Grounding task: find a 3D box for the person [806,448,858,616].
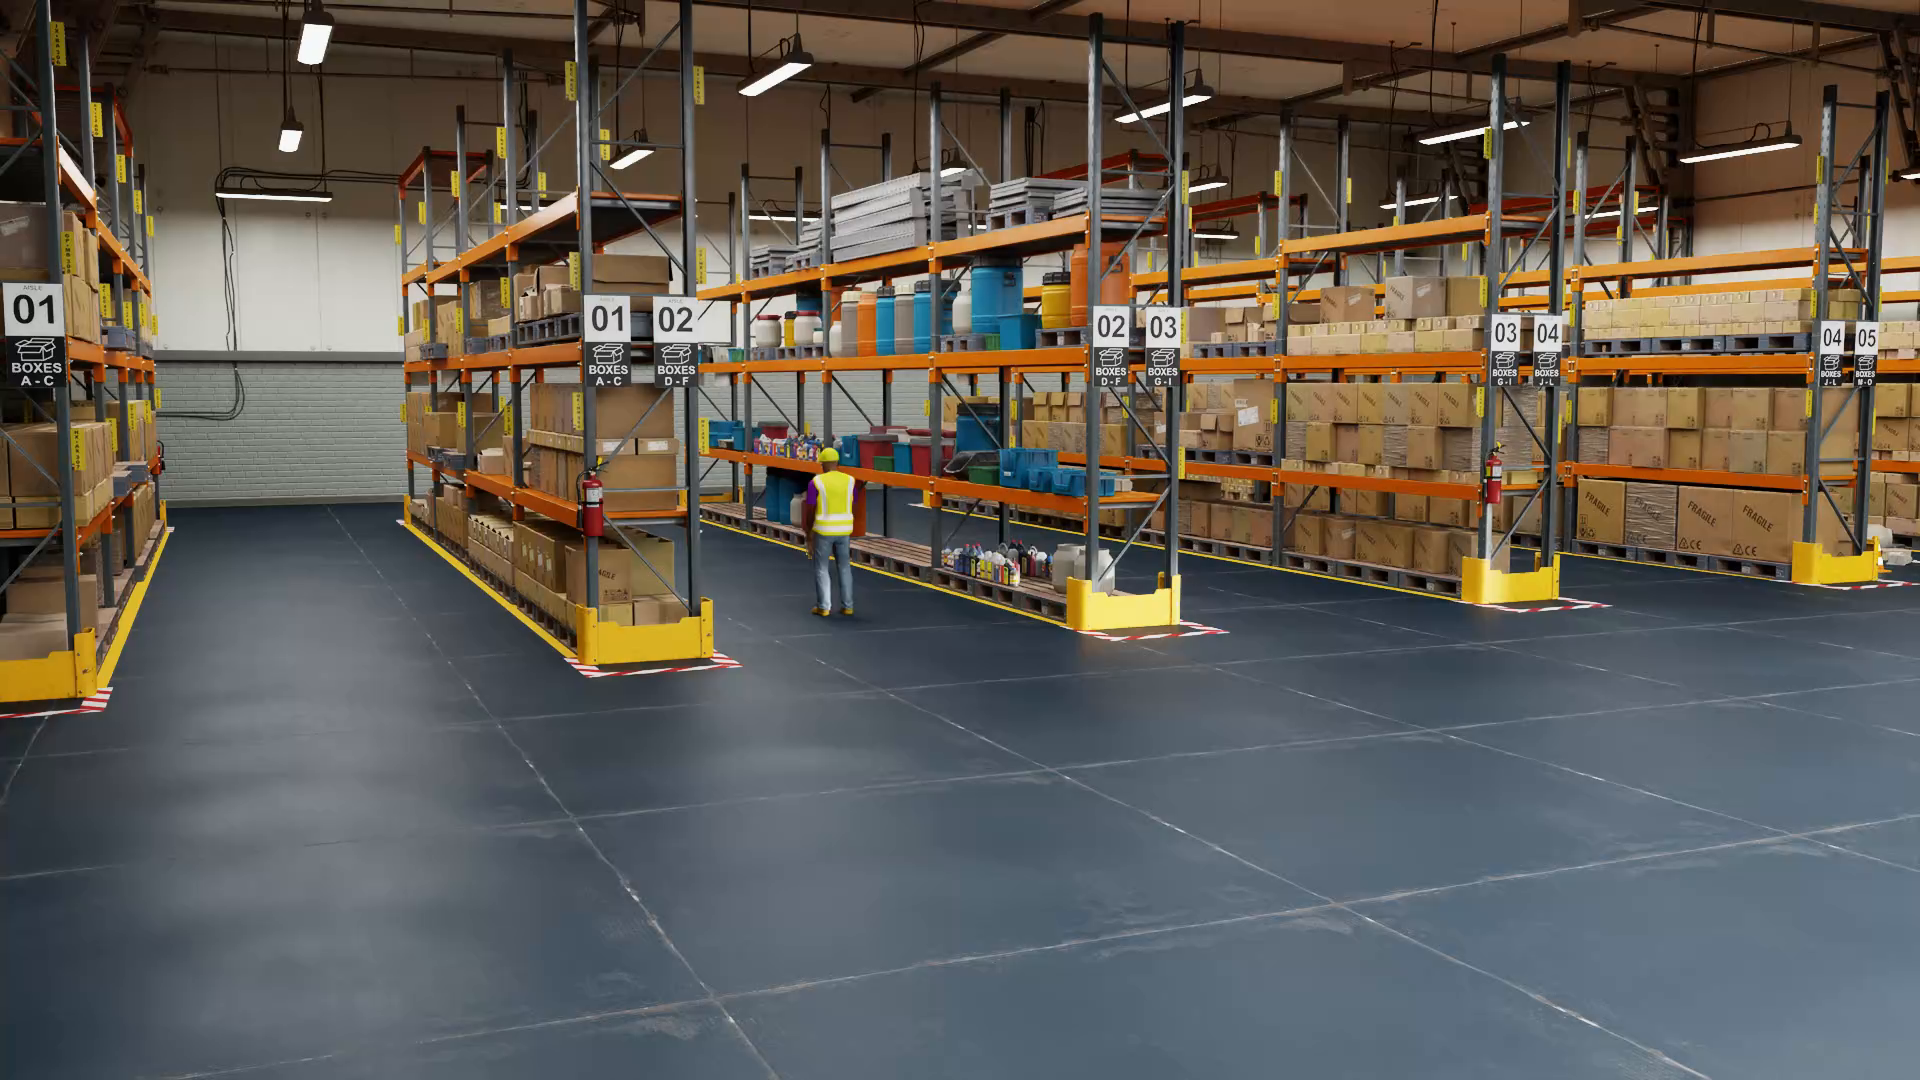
[{"bbox_3d":[-1.365,-0.090,17.611,0.577,1.764,0.446,-2,6,-24],"label":"person"}]
